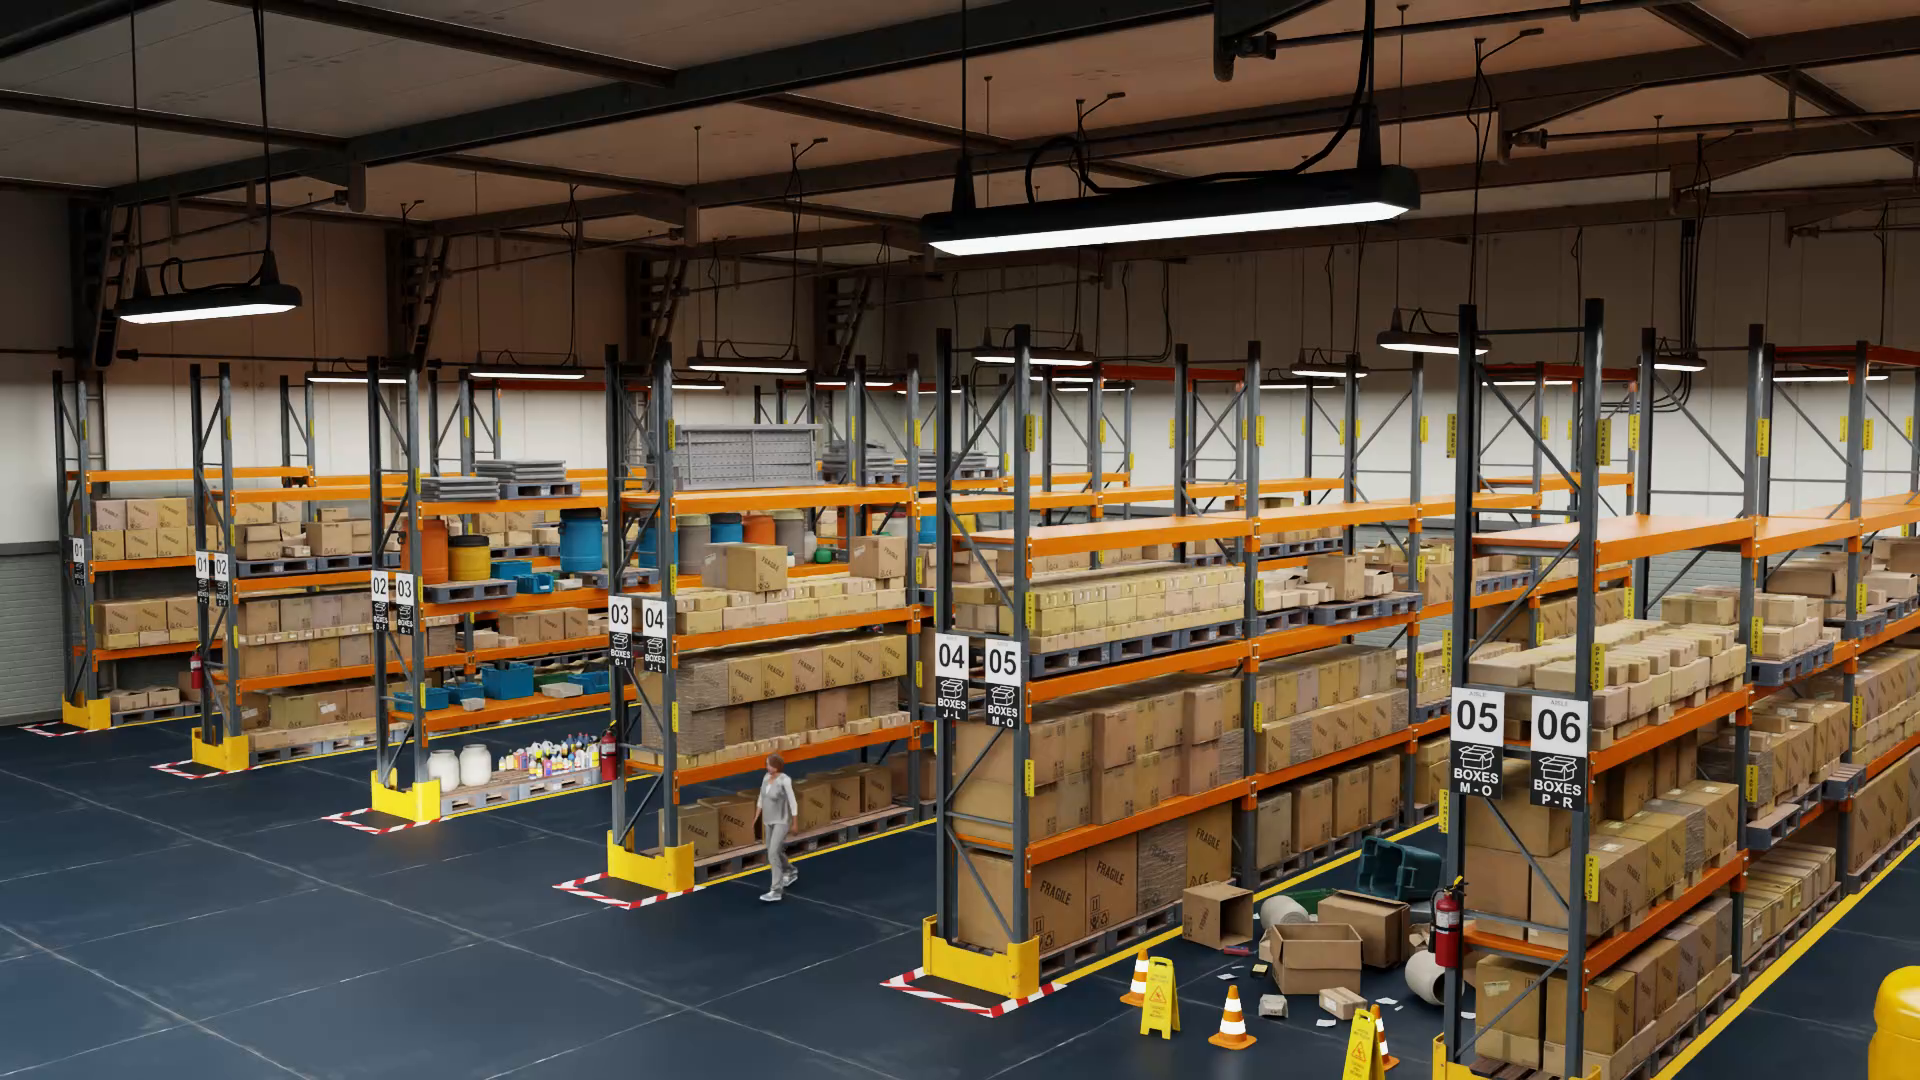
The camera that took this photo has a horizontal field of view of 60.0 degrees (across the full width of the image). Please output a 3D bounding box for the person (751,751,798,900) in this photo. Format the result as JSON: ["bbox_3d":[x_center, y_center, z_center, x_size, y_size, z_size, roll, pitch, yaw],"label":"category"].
[{"bbox_3d":[-1.965,3.076,18.091,0.639,1.562,0.484,-3,5,-35],"label":"person"}]

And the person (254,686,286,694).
[{"bbox_3d":[-11.542,2.295,27.679,0.593,1.699,1.056,0,4,5],"label":"person"}]
